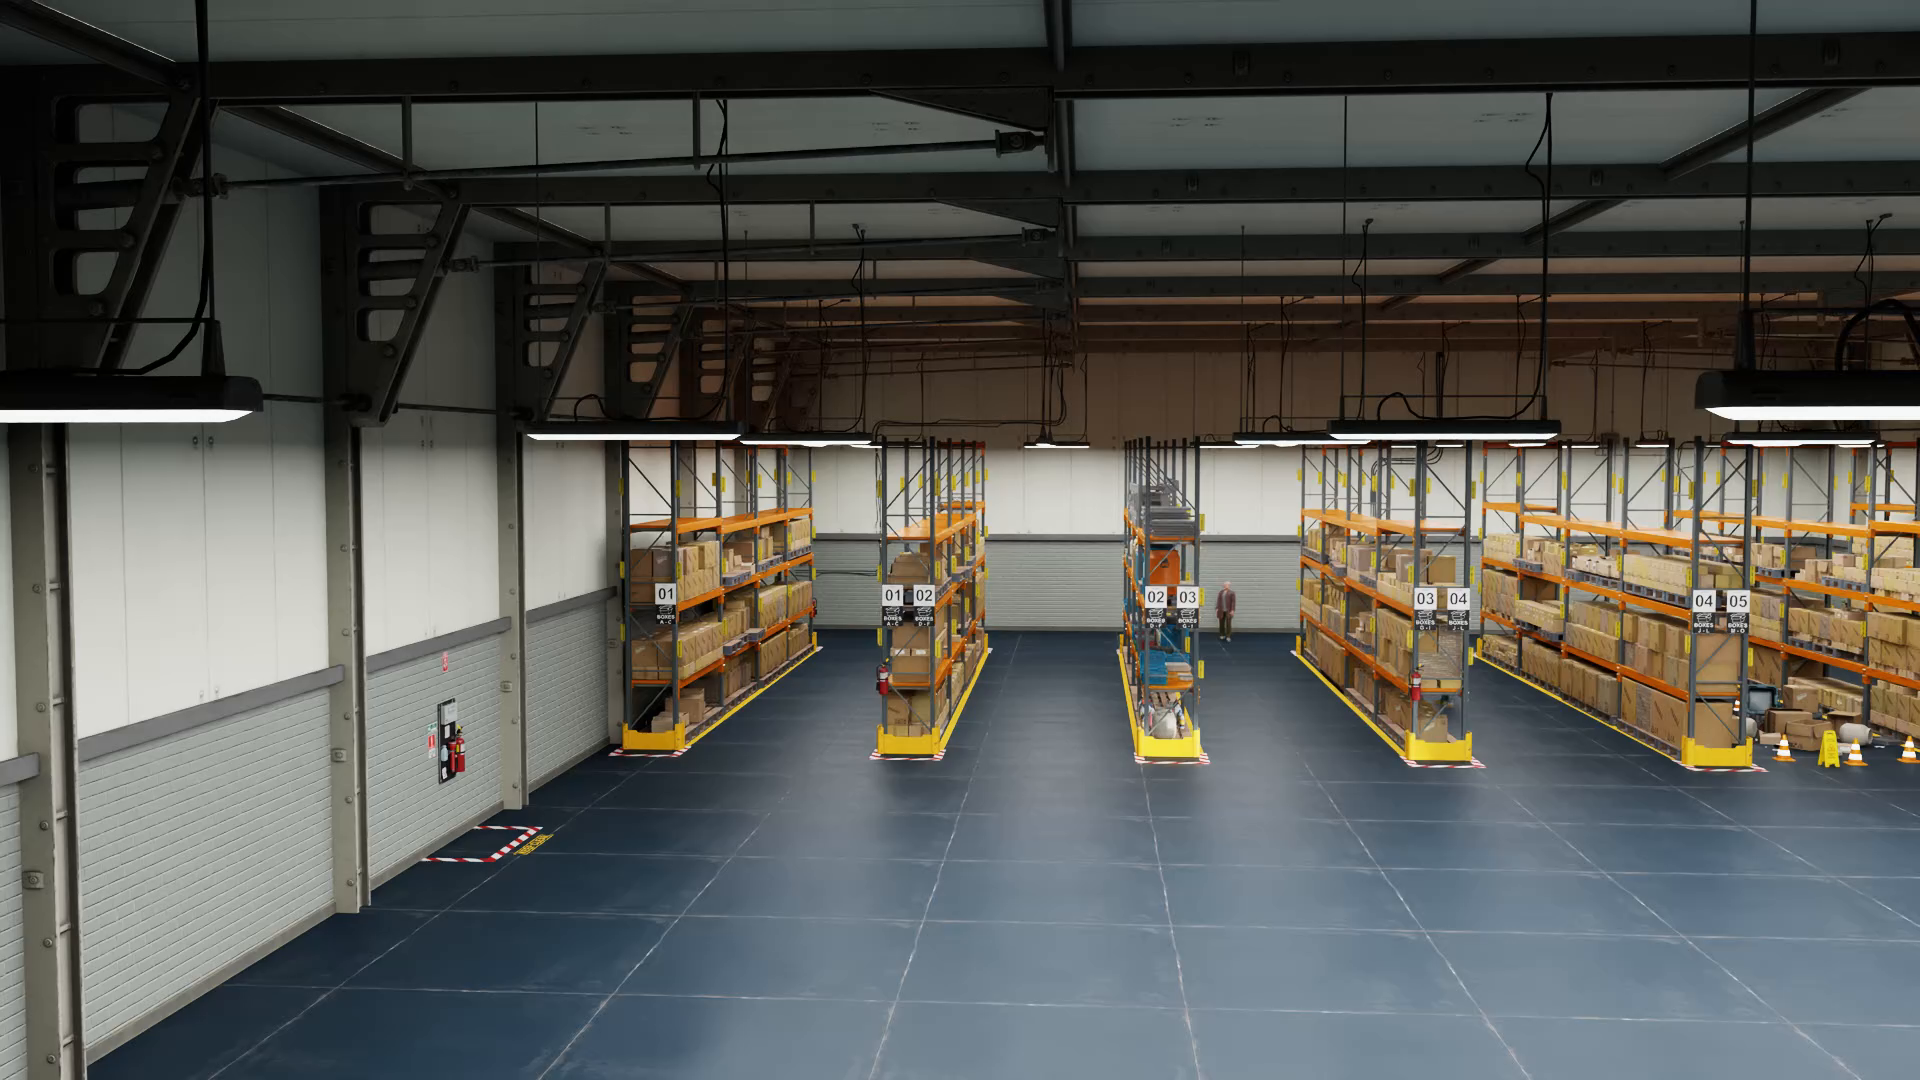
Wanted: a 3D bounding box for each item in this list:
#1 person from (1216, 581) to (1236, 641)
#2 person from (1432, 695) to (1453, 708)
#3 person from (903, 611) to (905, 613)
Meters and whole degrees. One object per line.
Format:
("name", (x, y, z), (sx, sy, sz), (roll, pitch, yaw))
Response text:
("person", (8.049, 2.156, 50.375), (0.592, 1.794, 0.571), (1, 3, 13))
("person", (10.866, 2.854, 37.351), (0.627, 1.761, 0.587), (2, 4, 37))
("person", (-1.740, 2.169, 49.671), (0.526, 1.720, 1.004), (0, 3, 2))
